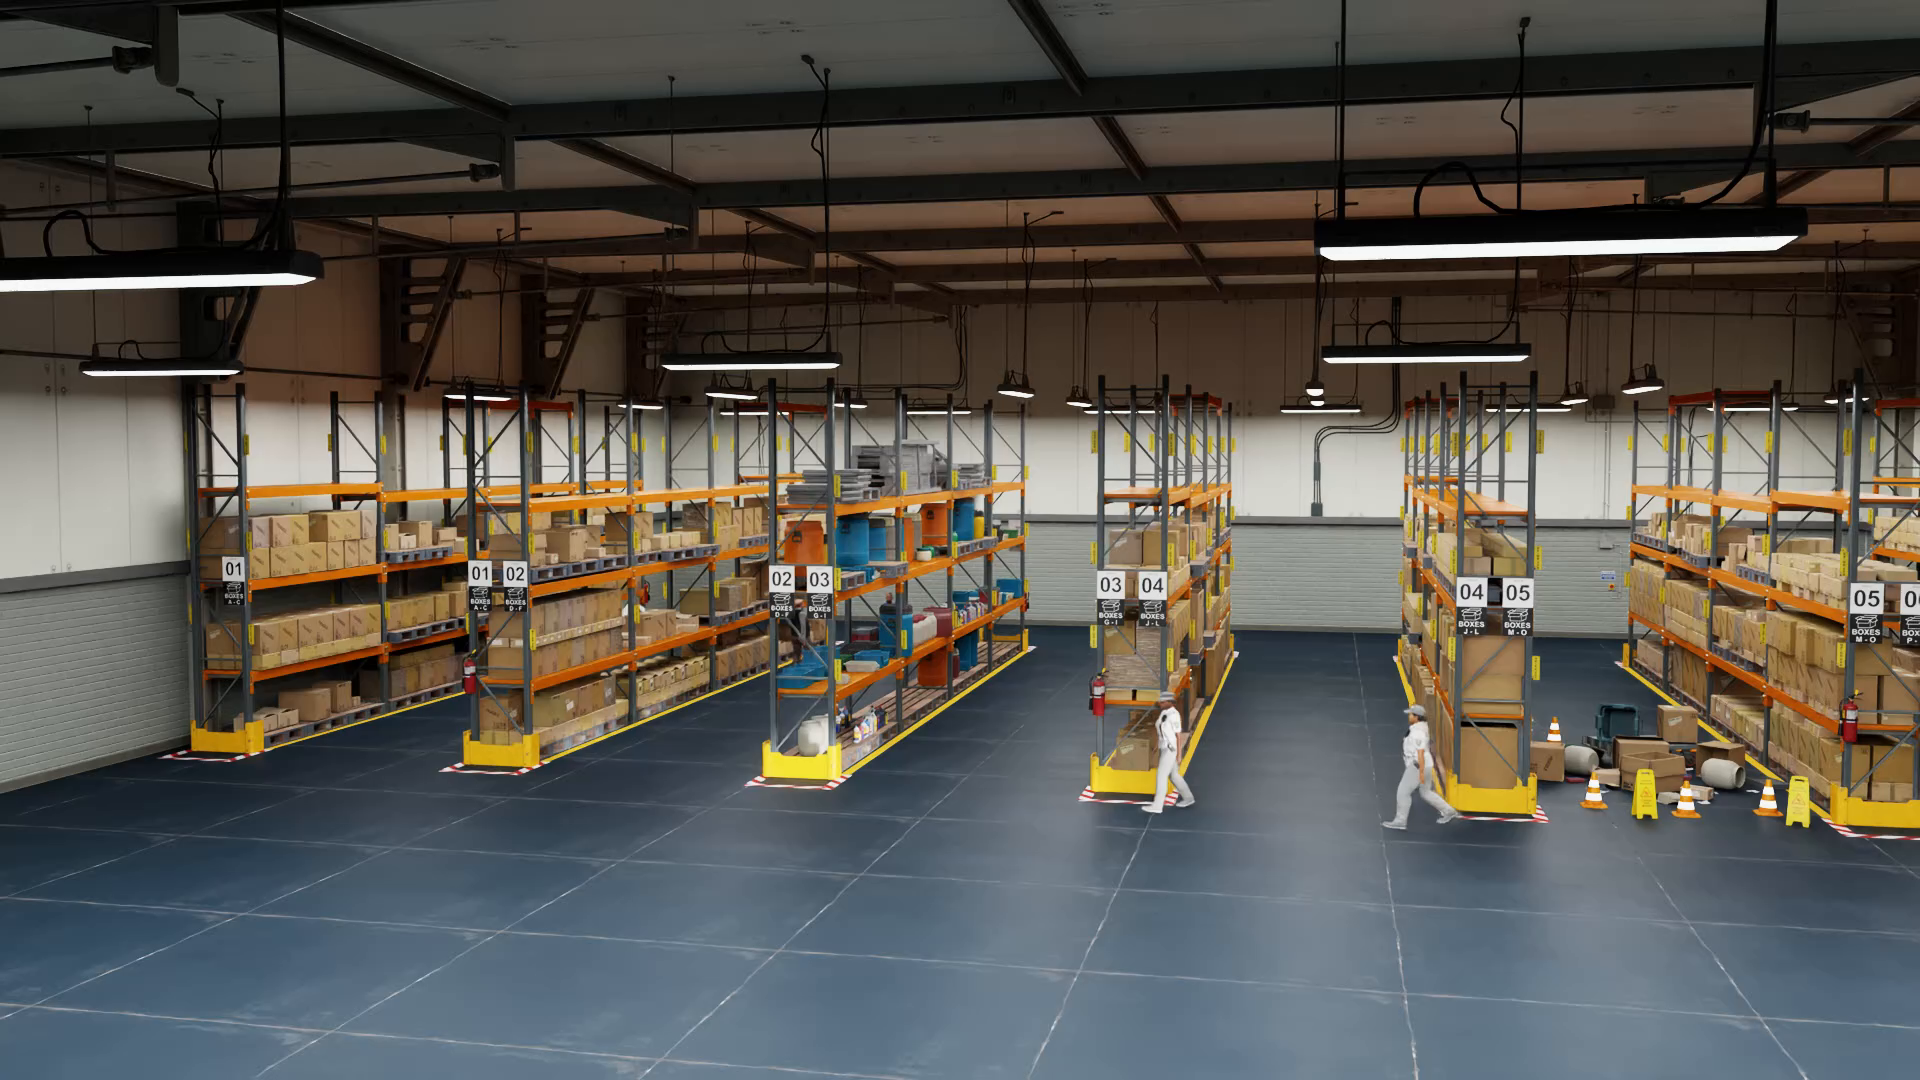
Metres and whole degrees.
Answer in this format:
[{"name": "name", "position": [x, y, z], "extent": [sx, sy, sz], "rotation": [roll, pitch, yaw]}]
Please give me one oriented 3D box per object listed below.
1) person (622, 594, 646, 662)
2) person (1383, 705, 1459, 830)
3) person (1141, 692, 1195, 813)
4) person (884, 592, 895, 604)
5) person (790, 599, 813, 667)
[{"name": "person", "position": [-7.185, 2.038, 36.660], "extent": [0.547, 1.694, 1.028], "rotation": [0, 3, -1]}, {"name": "person", "position": [5.991, 2.946, 21.574], "extent": [0.962, 1.620, 0.480], "rotation": [1, 3, 13]}, {"name": "person", "position": [2.856, 2.889, 22.763], "extent": [0.821, 1.627, 0.513], "rotation": [0, 3, -5]}, {"name": "person", "position": [-1.620, 2.002, 38.203], "extent": [0.510, 1.593, 1.012], "rotation": [1, 3, 9]}, {"name": "person", "position": [-3.426, 2.100, 35.575], "extent": [0.560, 1.707, 0.495], "rotation": [2, 4, 32]}]
